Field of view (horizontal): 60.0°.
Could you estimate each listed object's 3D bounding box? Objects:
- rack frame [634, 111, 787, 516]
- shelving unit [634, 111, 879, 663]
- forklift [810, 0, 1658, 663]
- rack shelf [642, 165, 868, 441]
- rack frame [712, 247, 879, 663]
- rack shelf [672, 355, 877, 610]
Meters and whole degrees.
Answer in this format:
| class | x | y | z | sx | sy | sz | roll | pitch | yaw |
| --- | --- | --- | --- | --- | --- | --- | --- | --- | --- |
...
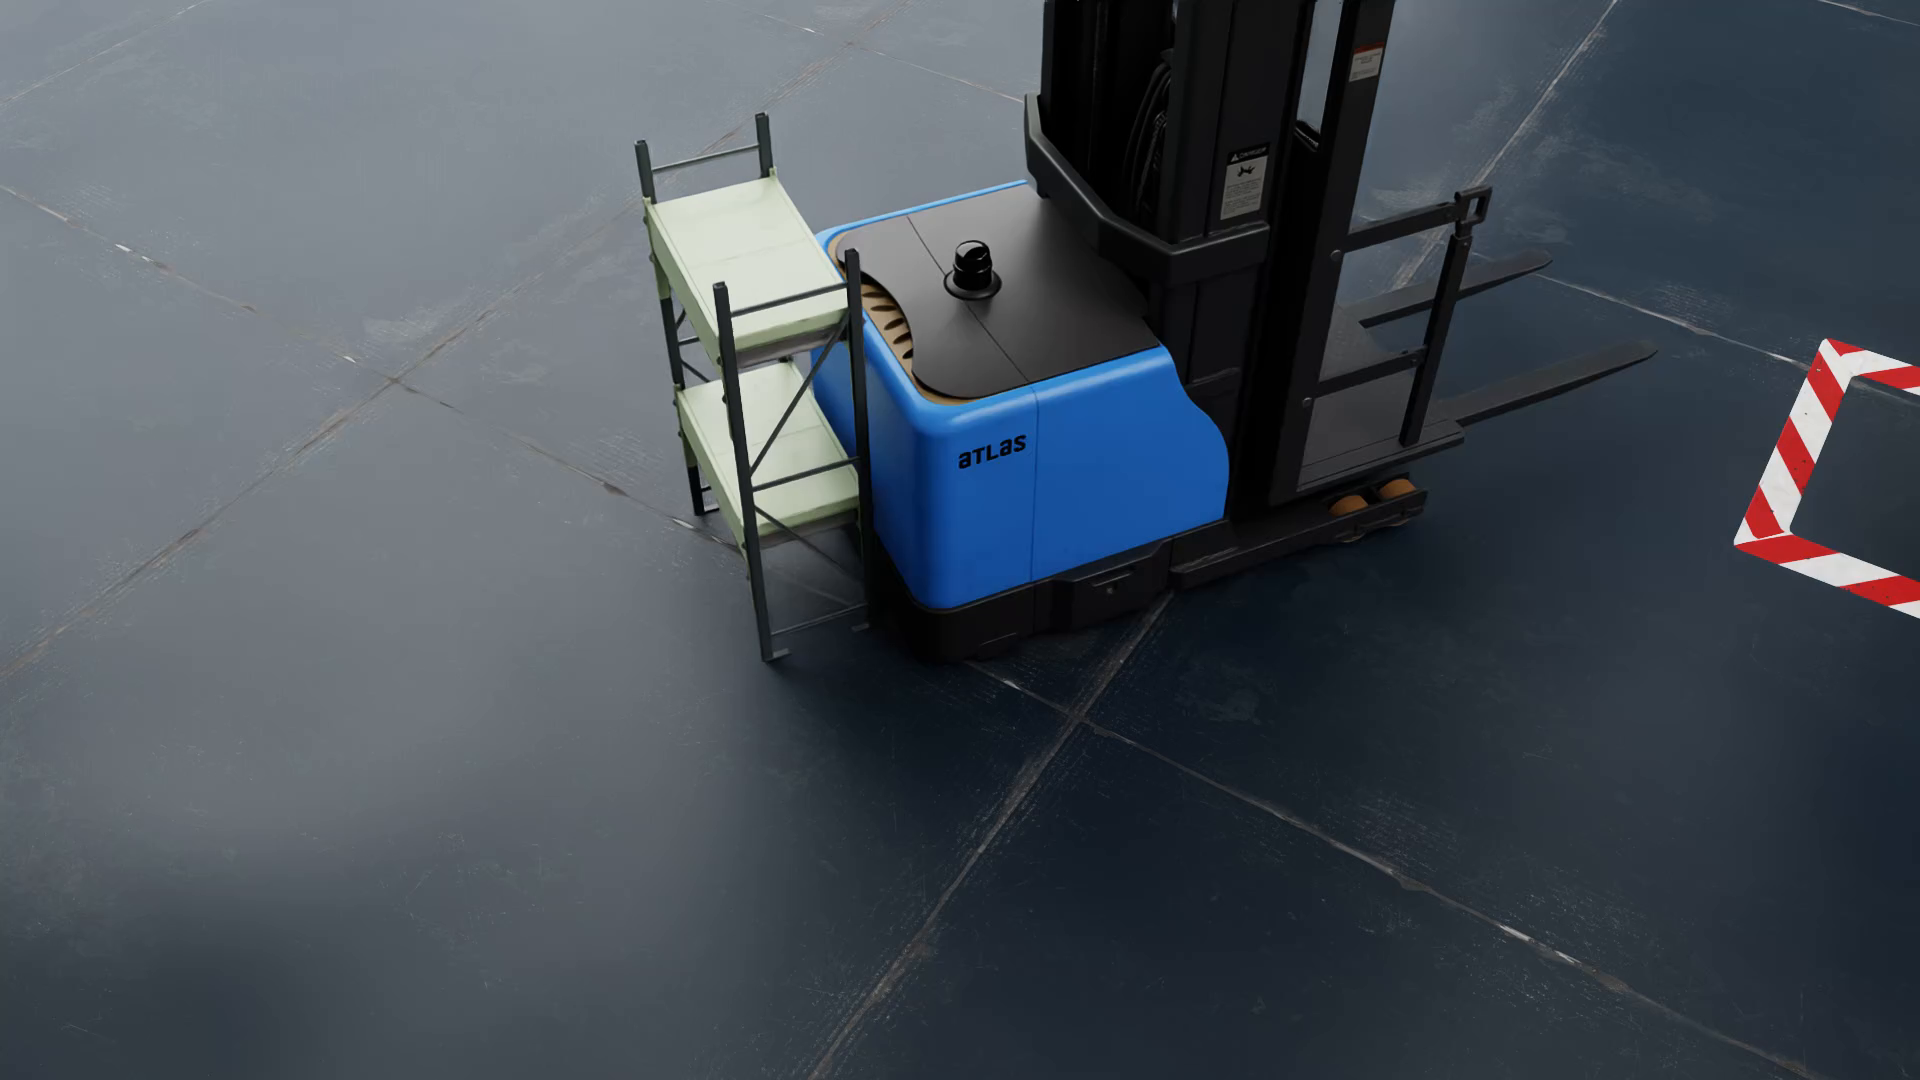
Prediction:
| class | x | y | z | sx | sy | sz | roll | pitch | yaw |
| --- | --- | --- | --- | --- | --- | --- | --- | --- | --- |
| rack frame | -0.748 | -0.671 | 5.357 | 0.400 | 1.500 | 0.023 | -17 | 48 | -16 |
| shelving unit | -0.601 | -0.431 | 5.123 | 0.431 | 1.500 | 0.755 | -17 | 48 | -16 |
| forklift | 1.056 | -1.343 | 5.011 | 3.031 | 2.935 | 1.130 | -18 | 48 | -17 |
| rack shelf | -0.601 | -0.703 | 4.843 | 0.431 | 0.370 | 0.720 | -17 | 48 | -16 |
| rack frame | -0.454 | -0.191 | 4.890 | 0.400 | 1.500 | 0.023 | -17 | 48 | -16 |
| rack shelf | -0.601 | -0.204 | 5.357 | 0.431 | 0.370 | 0.720 | -17 | 48 | -16 |
